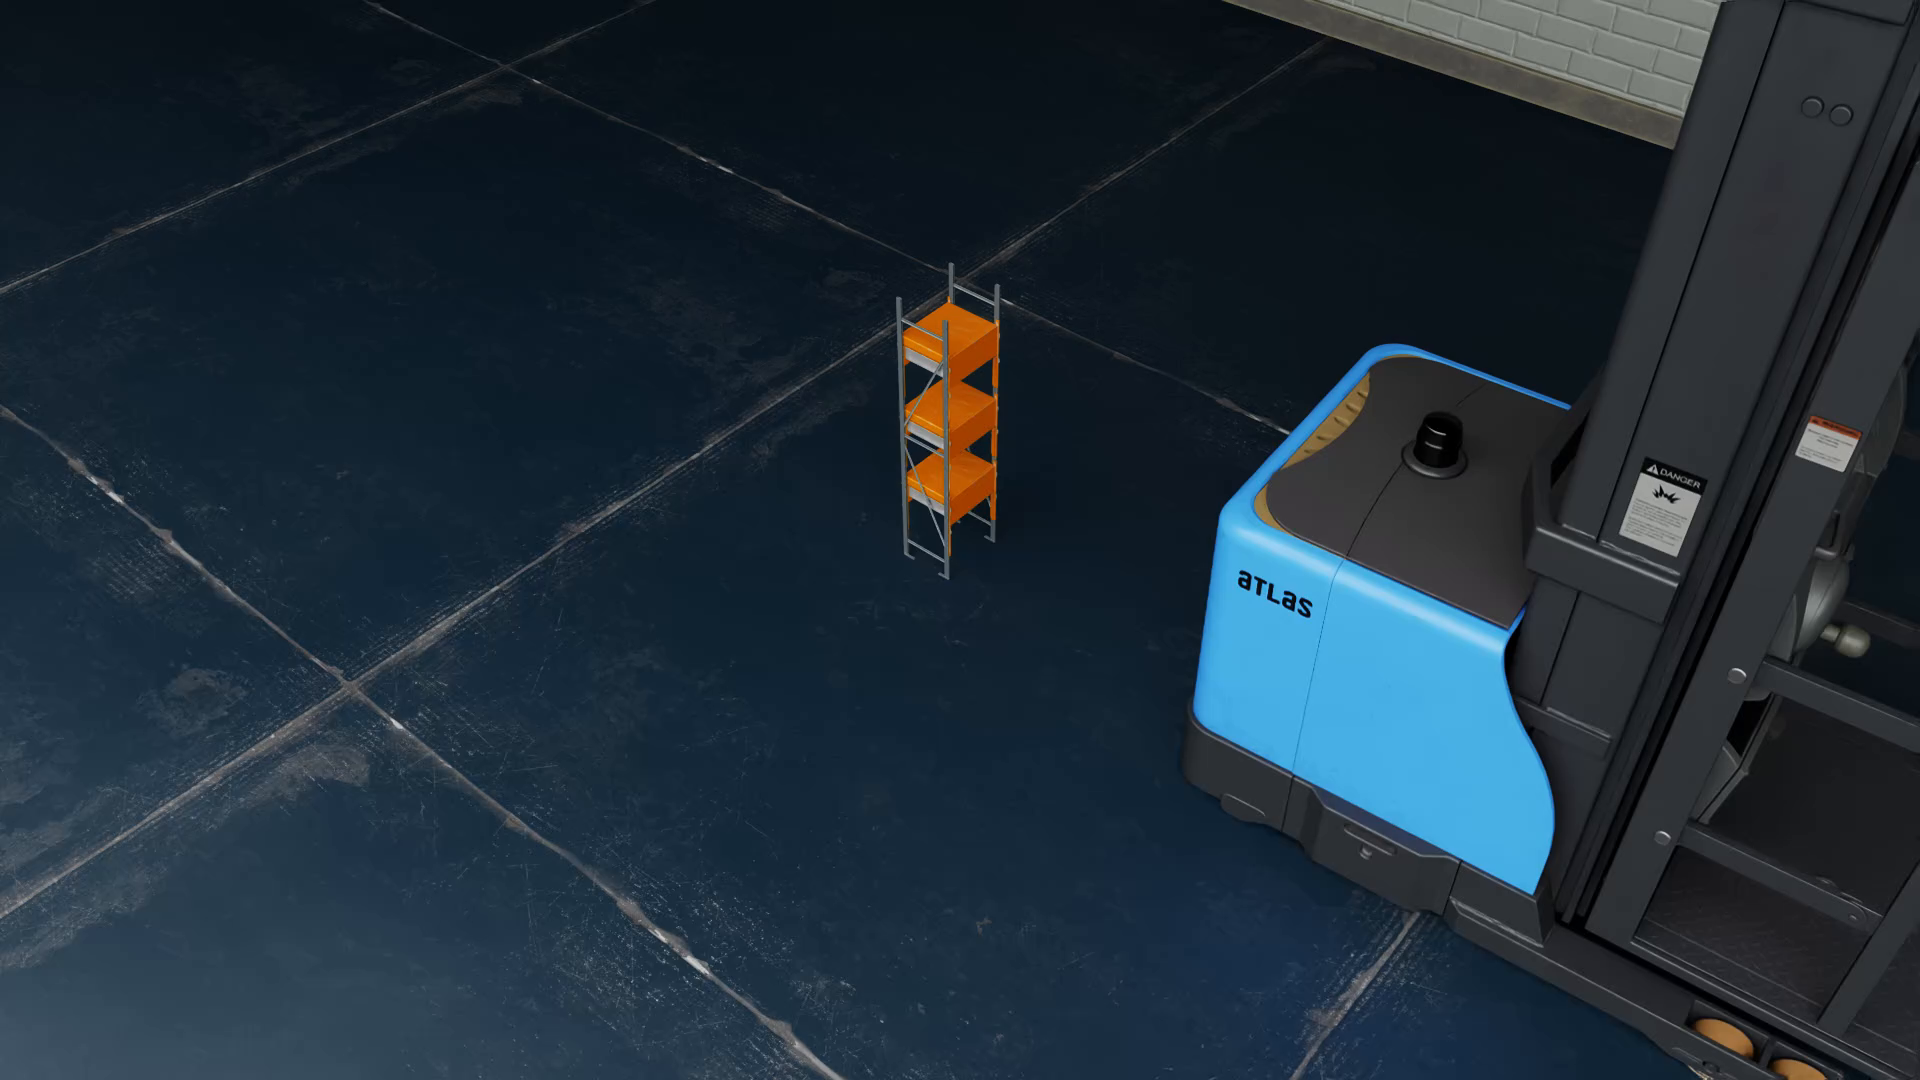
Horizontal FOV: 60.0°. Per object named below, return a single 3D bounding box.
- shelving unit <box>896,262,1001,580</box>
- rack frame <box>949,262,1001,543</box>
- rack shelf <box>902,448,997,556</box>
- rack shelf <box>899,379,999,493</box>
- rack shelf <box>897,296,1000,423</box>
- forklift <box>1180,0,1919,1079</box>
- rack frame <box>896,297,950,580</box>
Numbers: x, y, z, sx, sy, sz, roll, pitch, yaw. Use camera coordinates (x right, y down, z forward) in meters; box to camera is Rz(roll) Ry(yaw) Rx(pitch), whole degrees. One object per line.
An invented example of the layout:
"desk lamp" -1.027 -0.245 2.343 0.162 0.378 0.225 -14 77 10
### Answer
"shelving unit" -0.034 -0.361 5.367 0.215 1.050 0.252 29 50 28
"rack frame" 0.044 -0.424 5.436 0.200 1.050 0.008 29 50 28
"rack shelf" -0.034 -0.147 5.561 0.215 0.259 0.240 29 50 28
"rack shelf" -0.034 -0.353 5.374 0.215 0.259 0.240 29 50 28
"rack shelf" -0.034 -0.563 5.183 0.215 0.259 0.240 29 50 28
"forklift" 2.141 -0.037 3.612 3.031 2.935 1.130 26 48 26
"rack frame" -0.113 -0.298 5.297 0.200 1.050 0.008 29 50 28
